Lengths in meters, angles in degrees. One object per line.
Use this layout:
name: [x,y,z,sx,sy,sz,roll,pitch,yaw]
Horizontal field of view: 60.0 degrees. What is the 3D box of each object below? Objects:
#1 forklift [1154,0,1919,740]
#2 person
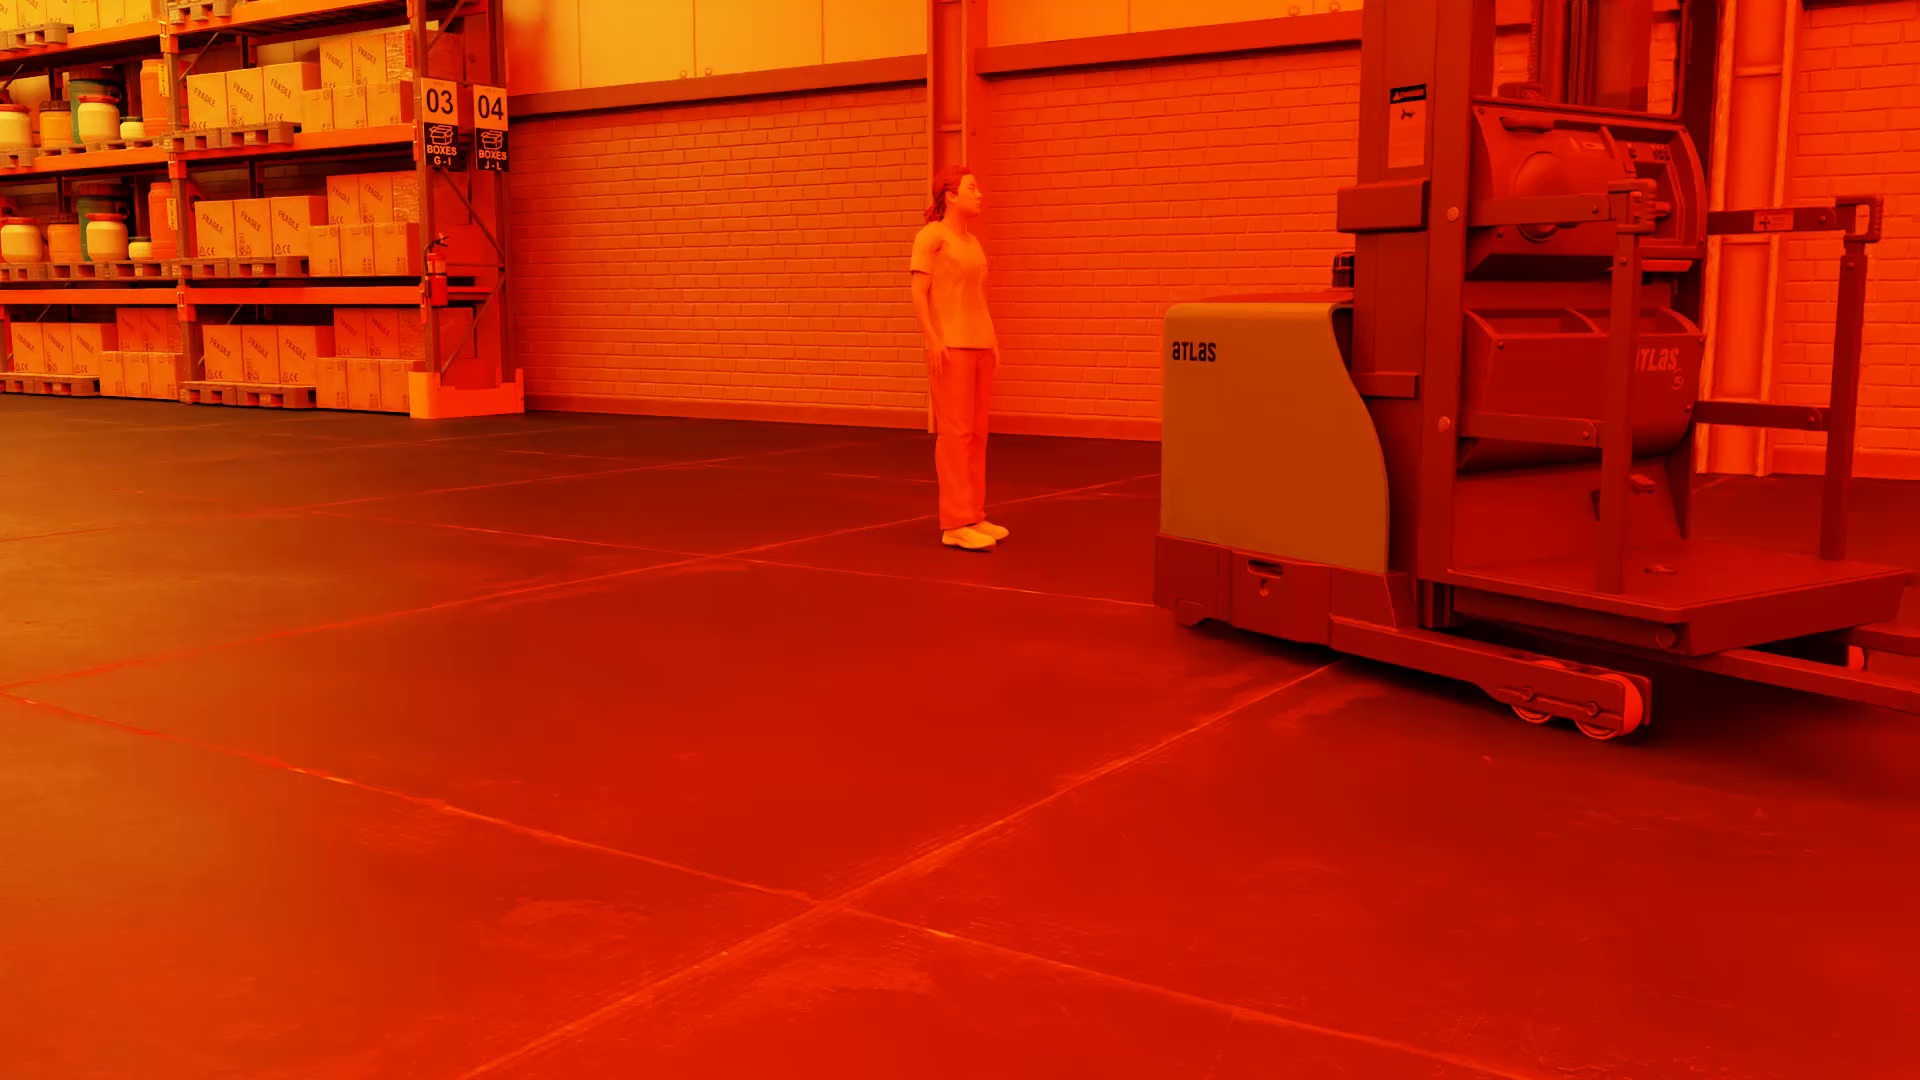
forklift: [1.875,-1.031,4.441,1.130,2.935,3.031,-5,10,-33]
person: [0.054,-0.830,7.434,0.549,1.675,0.553,5,10,34]
